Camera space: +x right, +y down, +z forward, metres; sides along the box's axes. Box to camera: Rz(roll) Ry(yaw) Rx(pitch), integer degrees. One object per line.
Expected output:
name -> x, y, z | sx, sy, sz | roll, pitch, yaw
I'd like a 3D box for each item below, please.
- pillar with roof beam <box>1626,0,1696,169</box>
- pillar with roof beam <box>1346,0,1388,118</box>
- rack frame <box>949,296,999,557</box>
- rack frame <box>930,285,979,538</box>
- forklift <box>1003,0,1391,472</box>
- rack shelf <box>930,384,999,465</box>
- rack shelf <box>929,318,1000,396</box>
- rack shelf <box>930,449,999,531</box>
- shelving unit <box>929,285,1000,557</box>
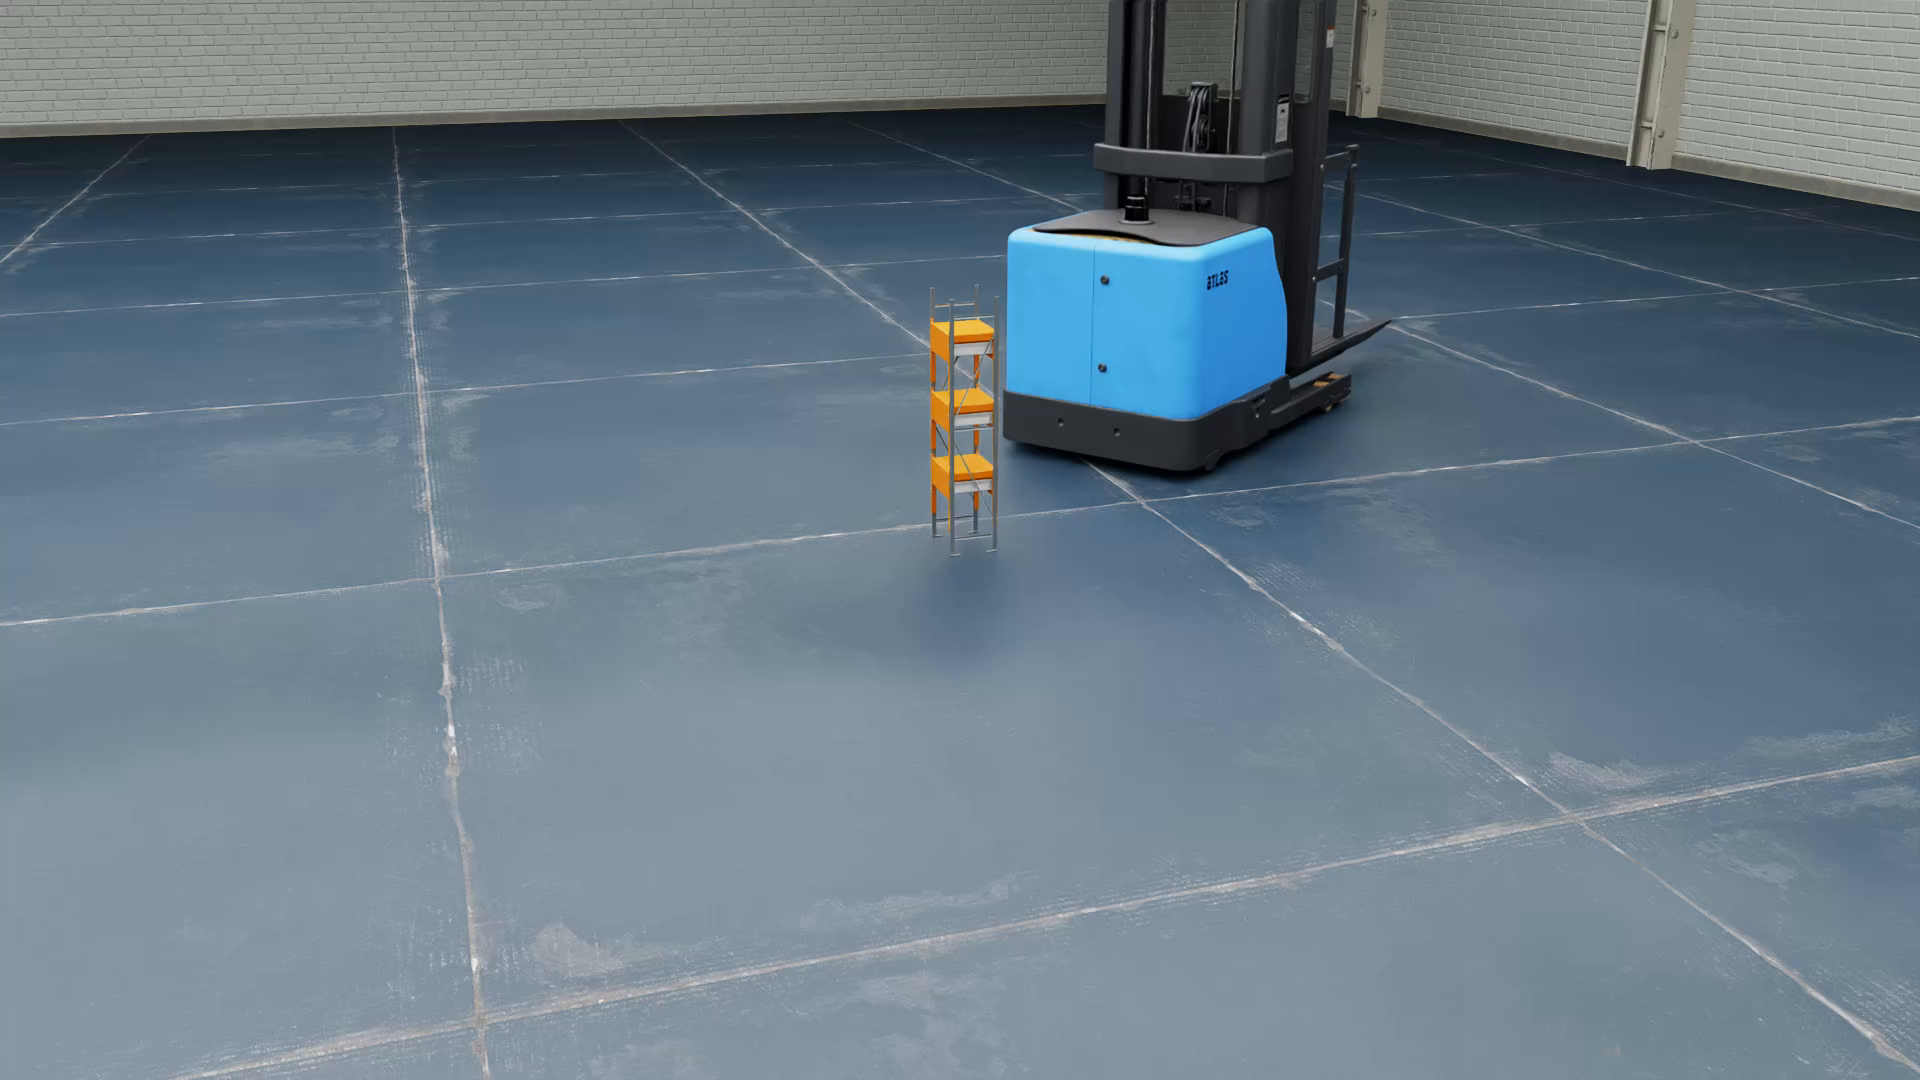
pillar with roof beam -> 3.556, -7.918, 15.649 | 9.100, 9.000, 0.400 | -6, 21, -17
pillar with roof beam -> 1.670, -9.843, 21.009 | 9.100, 9.000, 0.400 | -6, 21, -17
rack frame -> 0.055, -0.438, 6.582 | 0.200, 1.050, 0.008 | -6, 21, -17
rack frame -> -0.022, -0.516, 6.800 | 0.200, 1.050, 0.008 | -6, 21, -17
forklift -> 1.452, -2.134, 8.523 | 1.130, 2.935, 3.031 | 13, 23, 32
rack shelf -> 0.017, -0.467, 6.695 | 0.215, 0.259, 0.240 | -6, 21, -17
rack shelf -> 0.017, -0.734, 6.599 | 0.215, 0.259, 0.240 | -6, 21, -17
rack shelf -> 0.017, -0.205, 6.789 | 0.215, 0.259, 0.240 | -6, 21, -17
shelving unit -> 0.017, -0.477, 6.691 | 0.215, 1.050, 0.252 | -6, 21, -17
